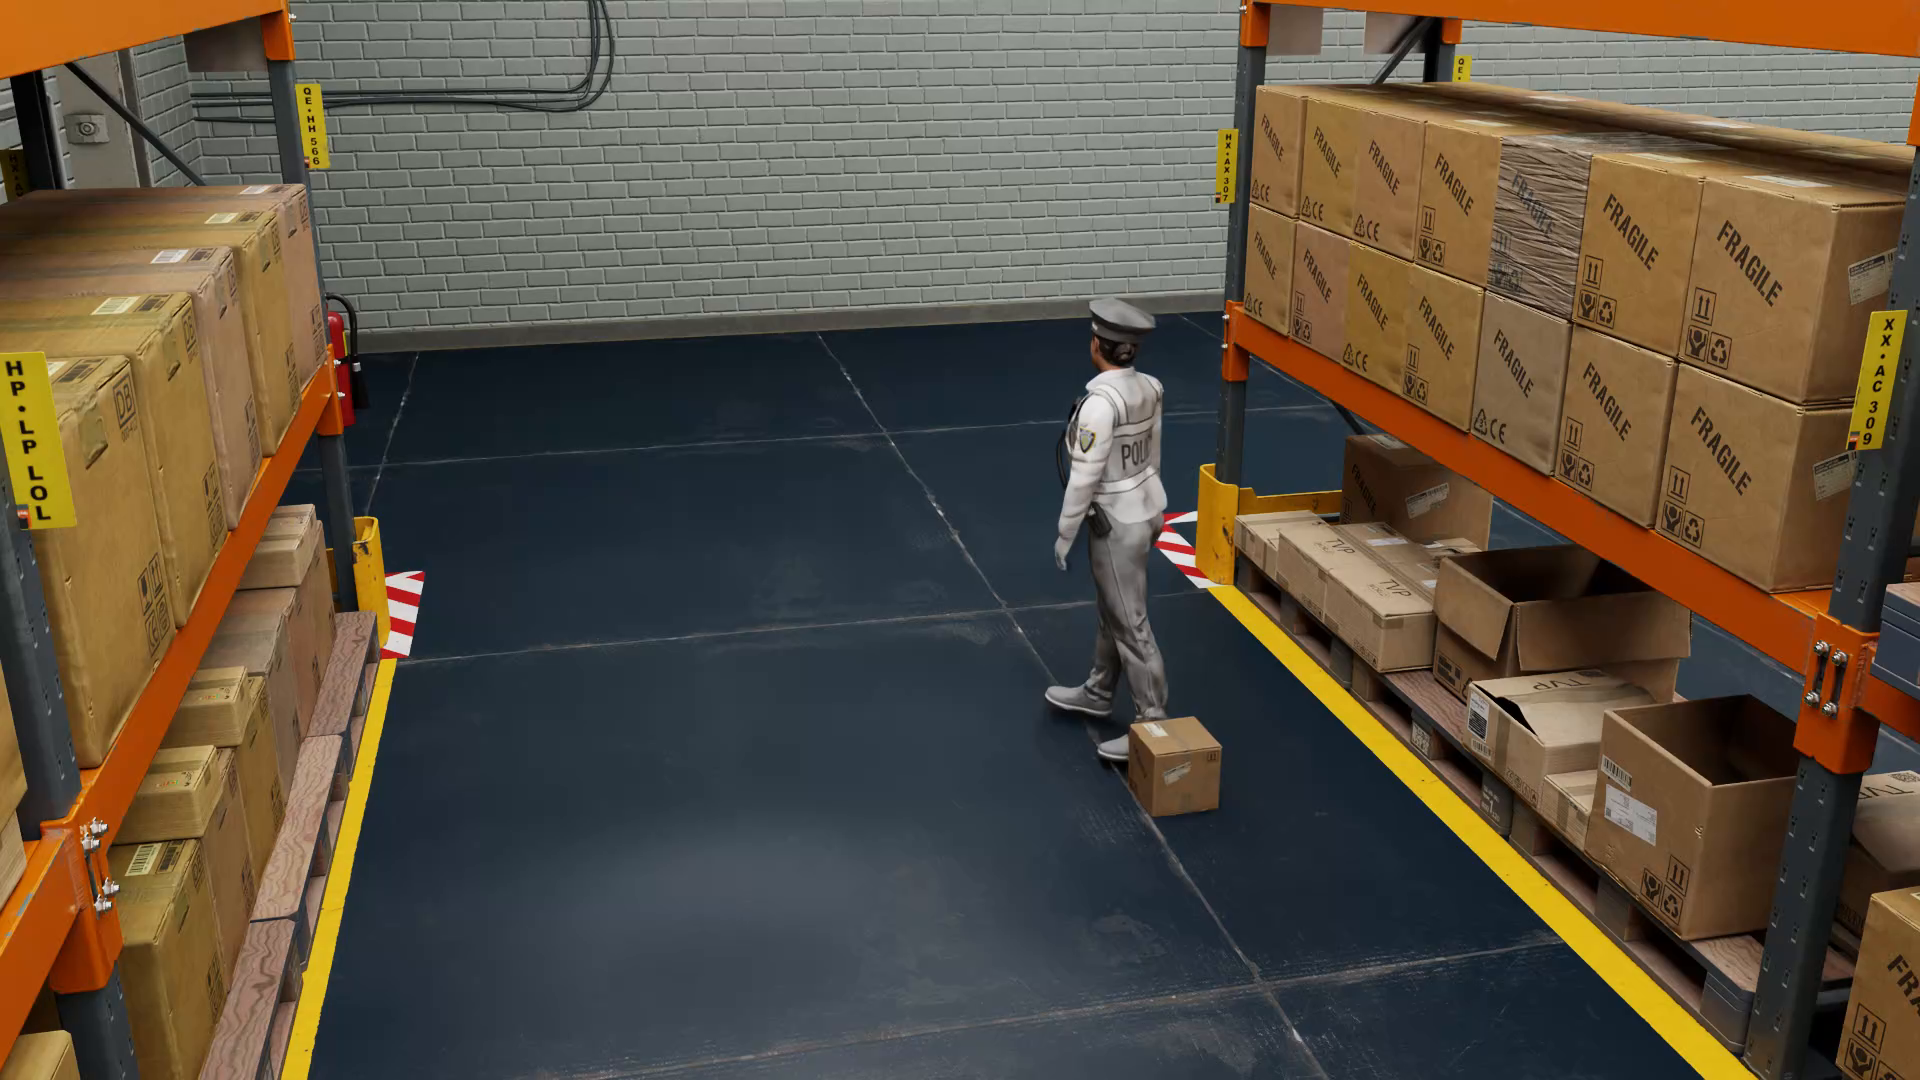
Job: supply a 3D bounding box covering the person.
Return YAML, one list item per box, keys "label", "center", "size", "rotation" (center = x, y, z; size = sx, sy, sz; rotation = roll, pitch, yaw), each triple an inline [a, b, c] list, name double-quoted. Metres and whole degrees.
- label: "person"
  center: [0.560, -0.053, 6.145]
  size: [0.598, 1.656, 0.546]
  rotation: [10, 22, 25]
